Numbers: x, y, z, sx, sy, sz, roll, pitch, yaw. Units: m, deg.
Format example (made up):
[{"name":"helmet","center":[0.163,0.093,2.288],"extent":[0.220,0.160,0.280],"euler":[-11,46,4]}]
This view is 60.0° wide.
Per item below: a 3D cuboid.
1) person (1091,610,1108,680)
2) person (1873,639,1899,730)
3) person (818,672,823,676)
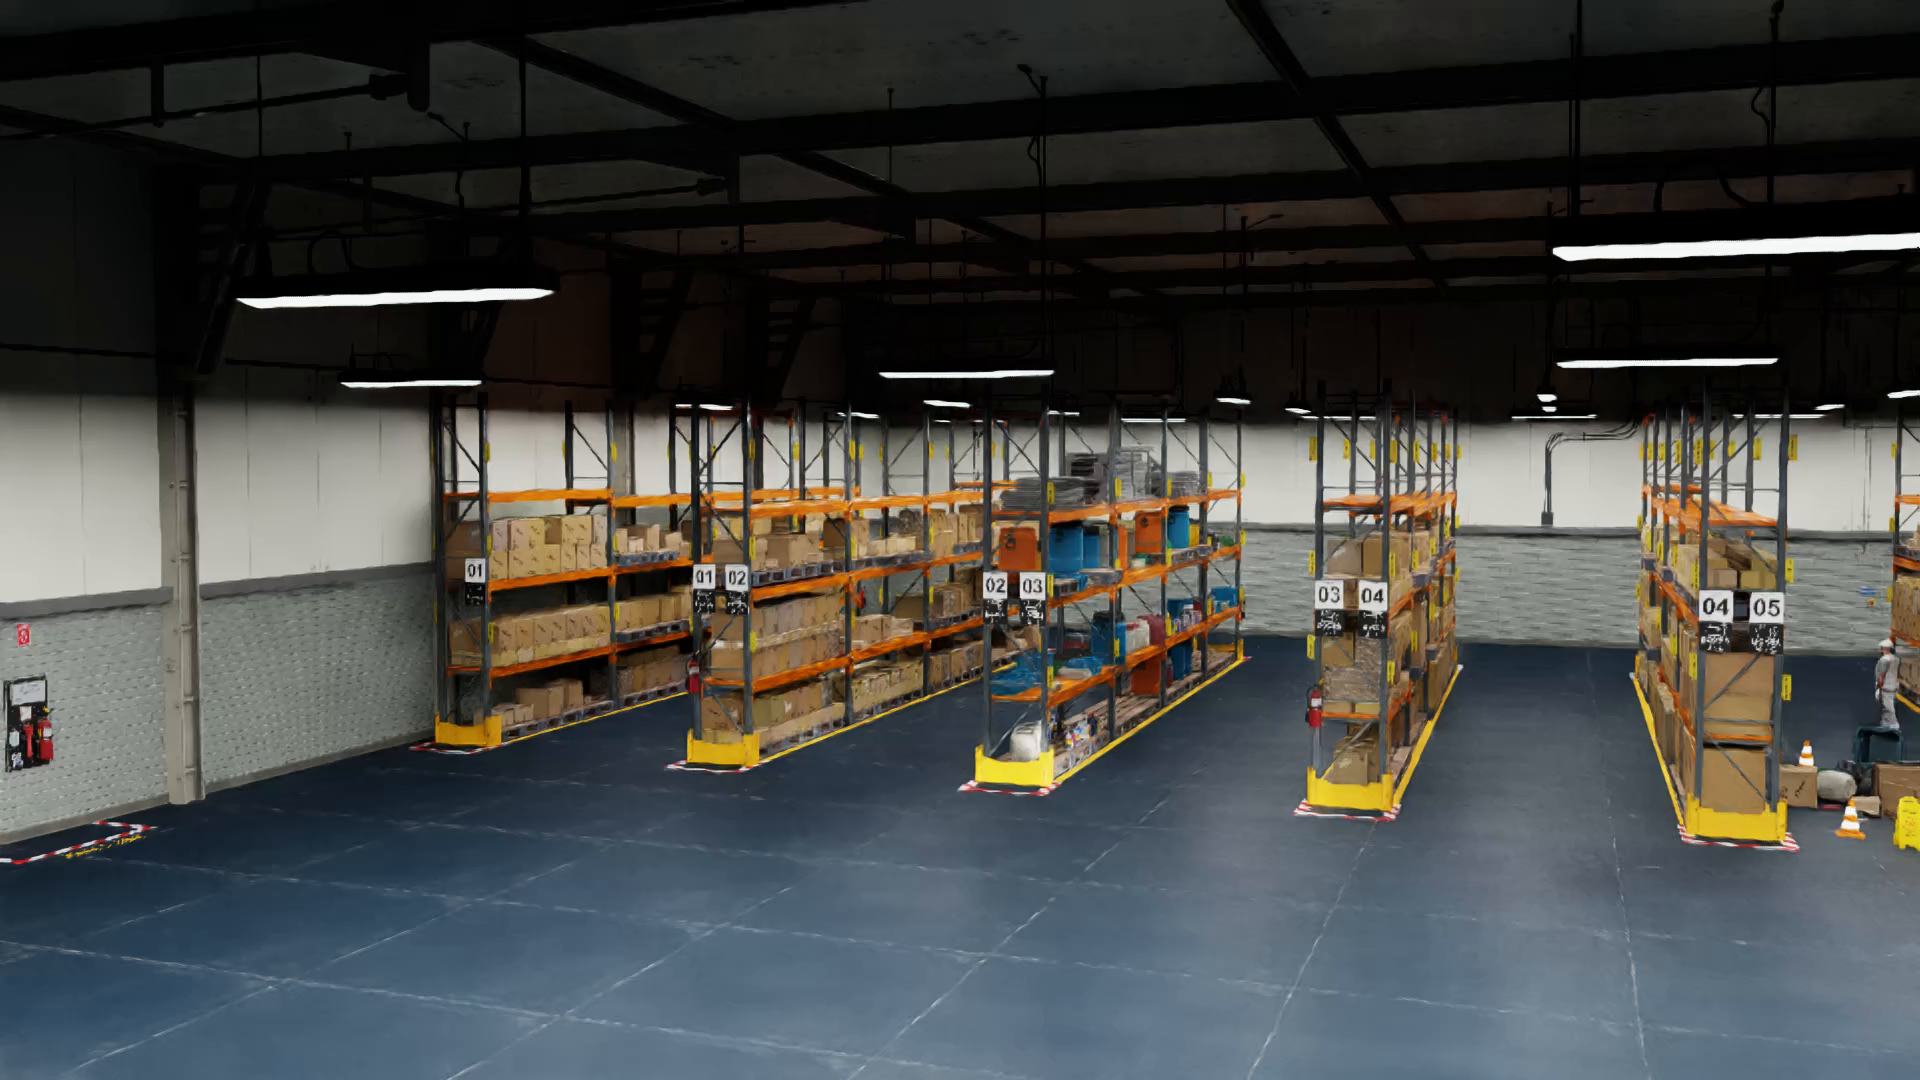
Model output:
[{"name":"person","center":[3.032,2.281,35.811],"extent":[0.488,1.590,1.079],"euler":[1,3,18]},{"name":"person","center":[15.849,2.578,28.516],"extent":[0.581,1.785,0.664],"euler":[3,4,44]},{"name":"person","center":[-3.165,2.298,35.741],"extent":[0.598,1.618,0.507],"euler":[1,3,17]}]
